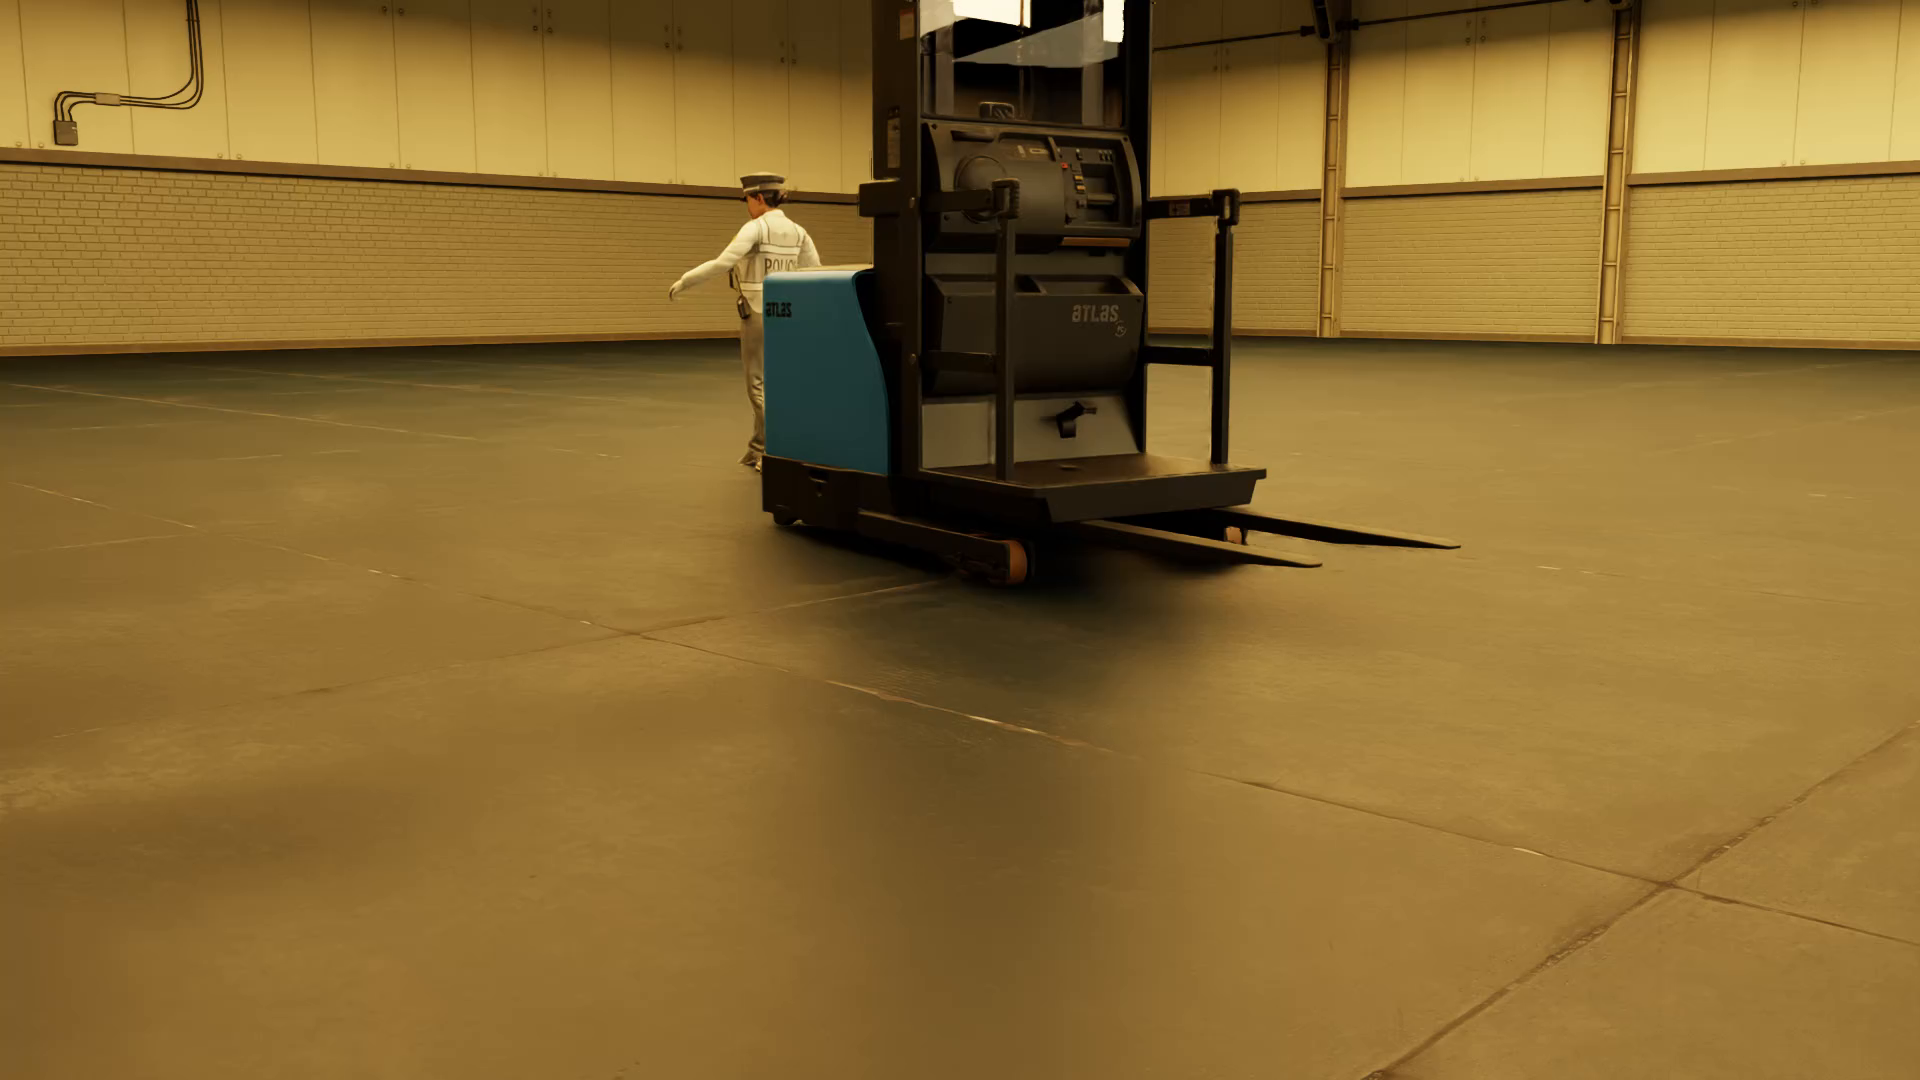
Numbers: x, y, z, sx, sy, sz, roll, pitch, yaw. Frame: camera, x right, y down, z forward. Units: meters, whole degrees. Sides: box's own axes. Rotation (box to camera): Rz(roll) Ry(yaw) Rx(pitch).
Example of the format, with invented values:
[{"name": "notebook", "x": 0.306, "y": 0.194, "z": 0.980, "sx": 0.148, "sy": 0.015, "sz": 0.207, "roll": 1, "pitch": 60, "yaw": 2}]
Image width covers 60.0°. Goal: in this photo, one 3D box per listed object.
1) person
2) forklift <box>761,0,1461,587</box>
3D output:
[{"name": "person", "x": -1.111, "y": -1.200, "z": 9.296, "sx": 0.660, "sy": 1.667, "sz": 0.919, "roll": 7, "pitch": 11, "yaw": 40}, {"name": "forklift", "x": 0.407, "y": -1.369, "z": 5.966, "sx": 1.130, "sy": 2.935, "sz": 3.031, "roll": -6, "pitch": 10, "yaw": -34}]
